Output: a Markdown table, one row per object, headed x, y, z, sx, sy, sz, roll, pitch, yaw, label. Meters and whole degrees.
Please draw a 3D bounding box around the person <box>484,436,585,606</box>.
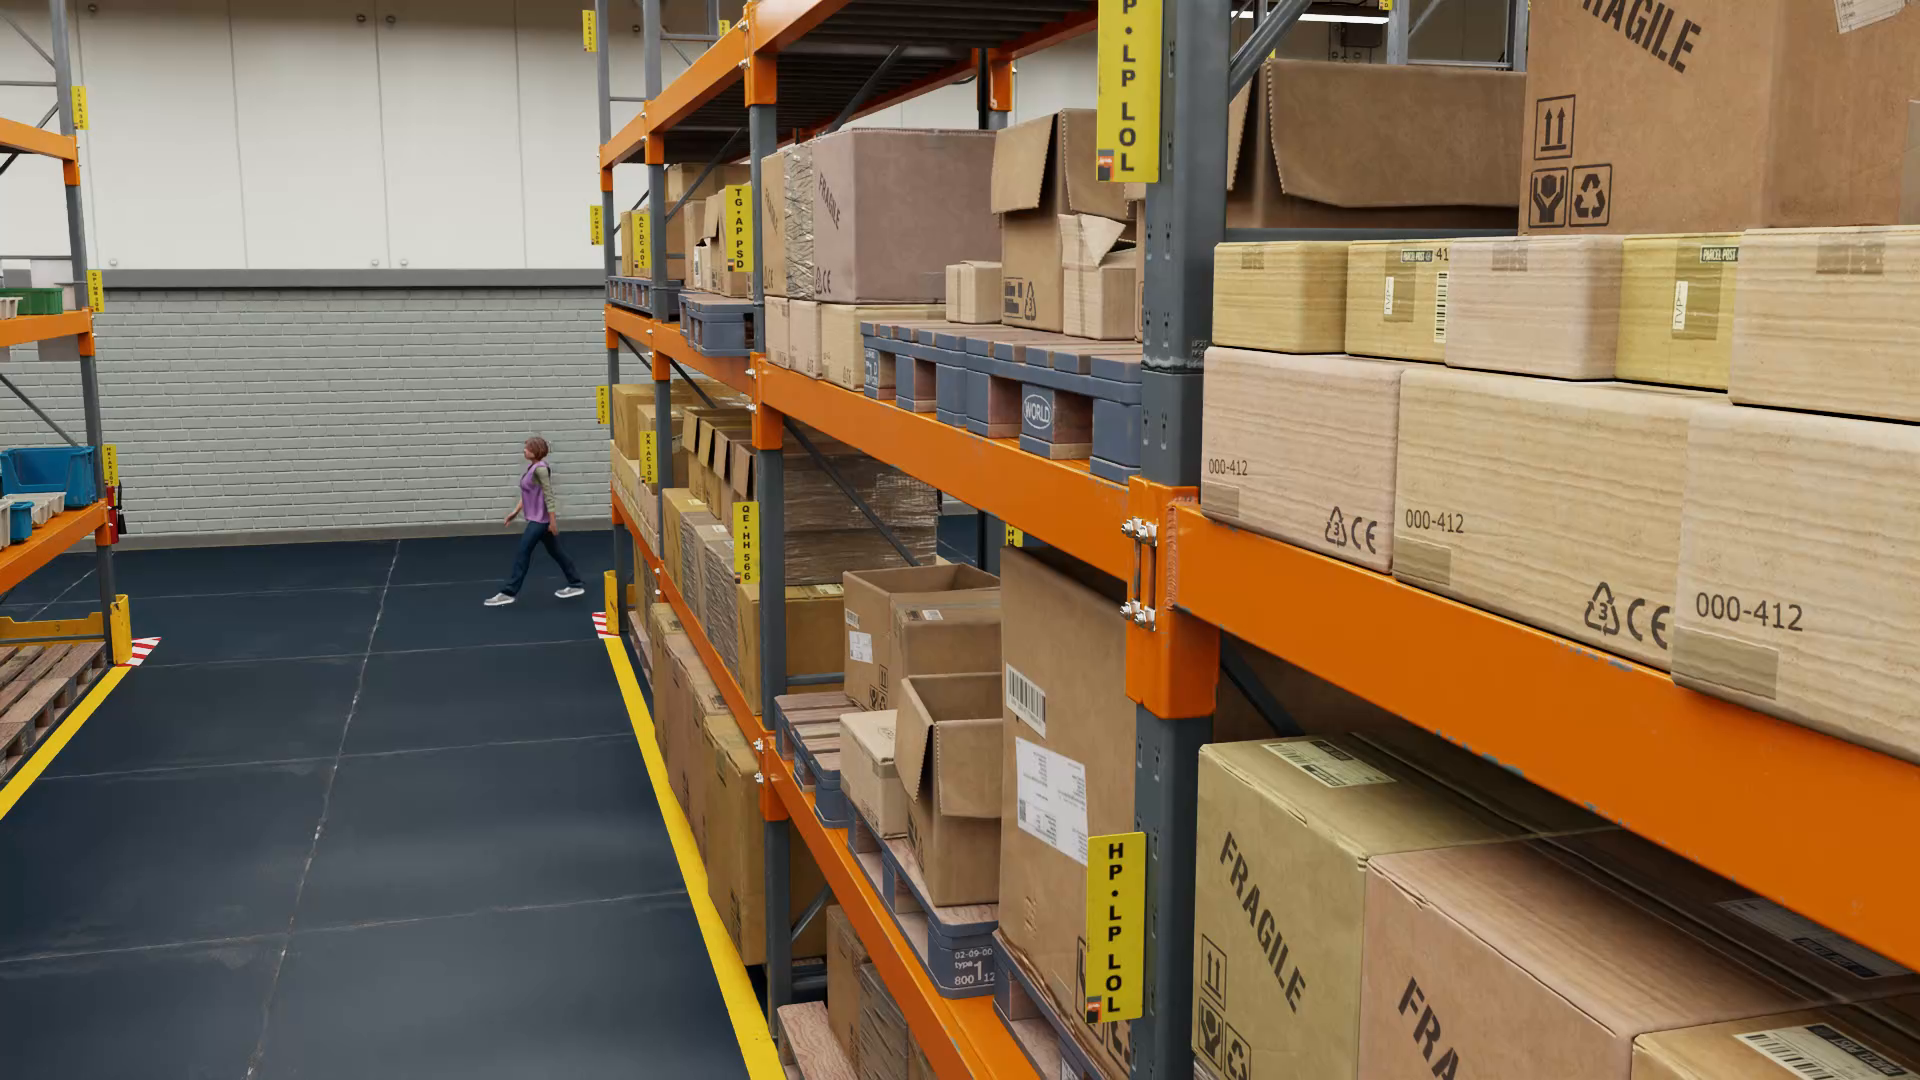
| x | y | z | sx | sy | sz | roll | pitch | yaw | label |
| --- | --- | --- | --- | --- | --- | --- | --- | --- | --- |
| -3.982 | -0.194 | 15.464 | 0.929 | 1.545 | 0.410 | -3 | 10 | -17 | person |
